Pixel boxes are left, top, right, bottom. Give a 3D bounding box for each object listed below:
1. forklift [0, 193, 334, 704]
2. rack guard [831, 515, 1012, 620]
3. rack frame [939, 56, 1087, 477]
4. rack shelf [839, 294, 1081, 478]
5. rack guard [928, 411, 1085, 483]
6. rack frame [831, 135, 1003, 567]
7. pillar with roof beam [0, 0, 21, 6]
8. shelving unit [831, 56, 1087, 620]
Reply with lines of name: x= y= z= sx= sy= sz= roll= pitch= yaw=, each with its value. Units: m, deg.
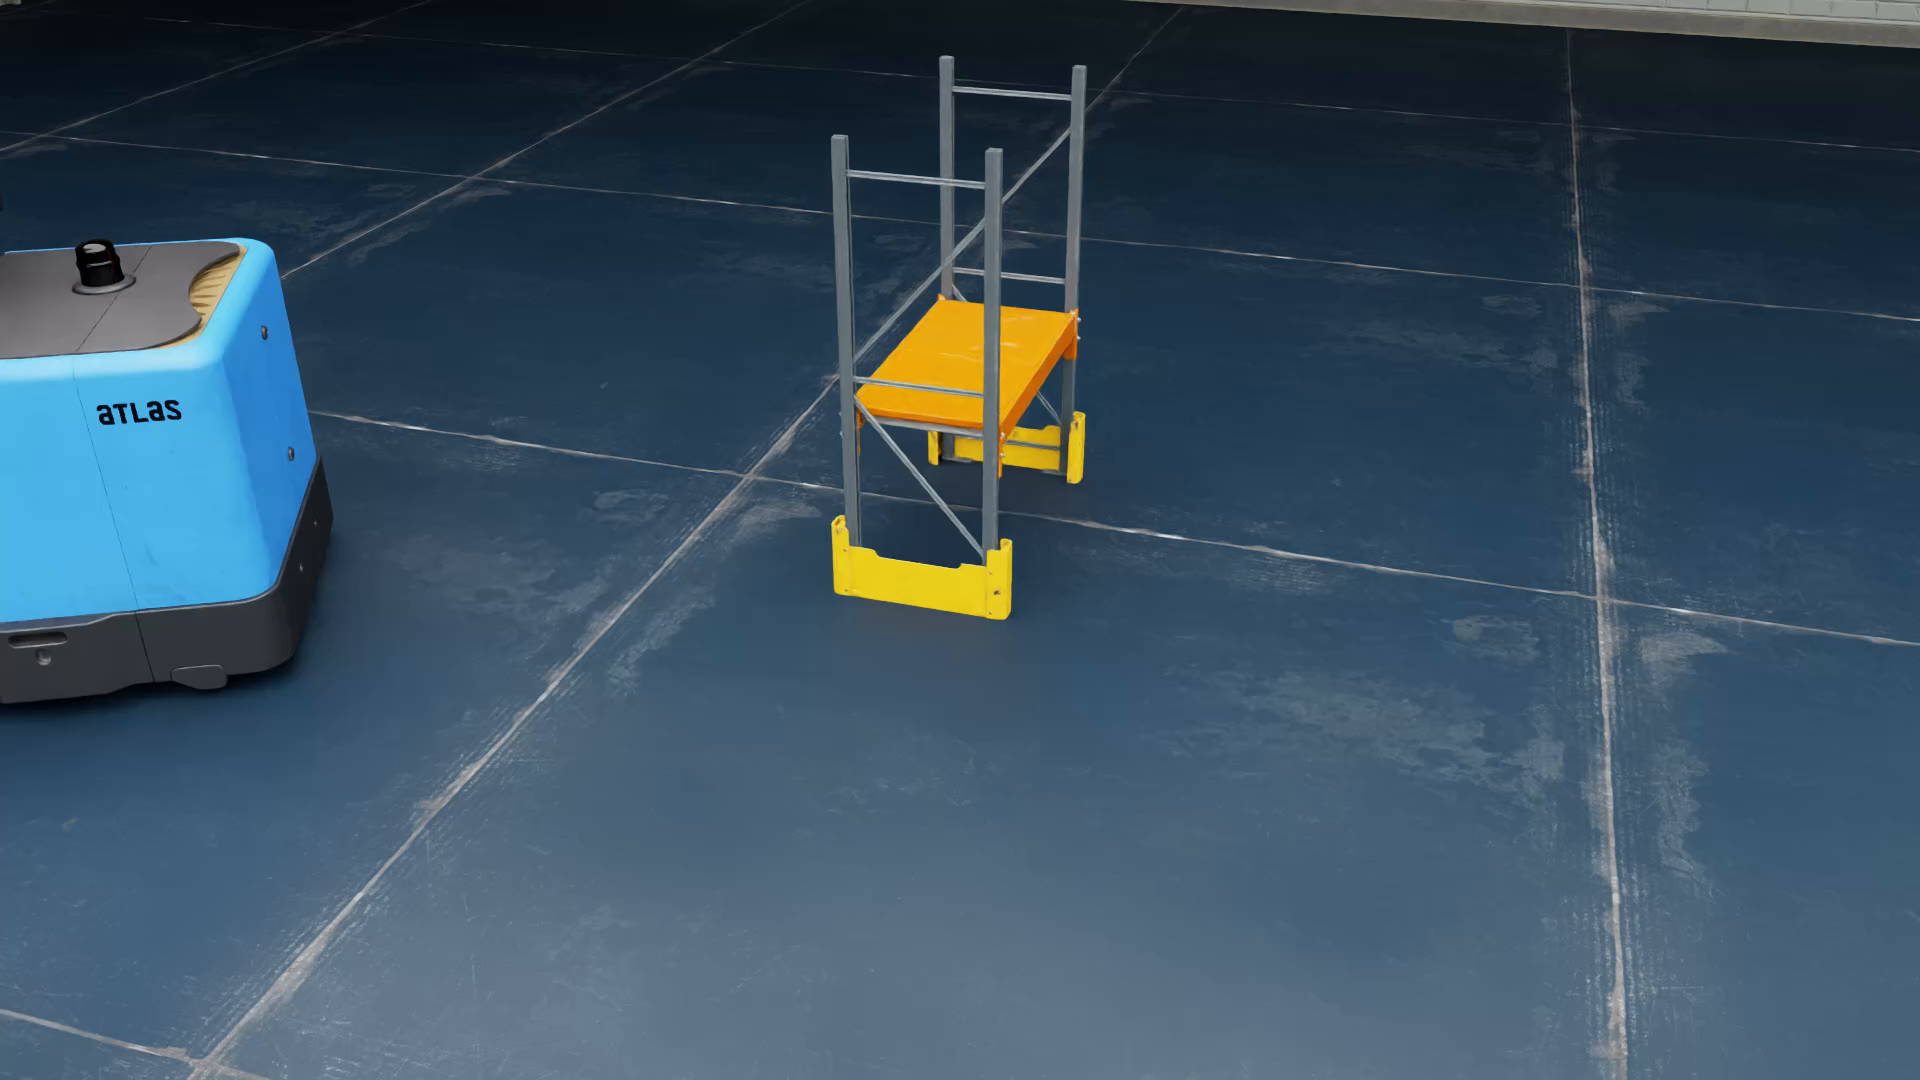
forklift: x=-3.565 y=-0.948 z=4.439 sx=3.031 sy=2.935 sz=1.130 roll=-5 pitch=30 yaw=-9
rack guard: x=-0.124 y=0.087 z=5.337 sx=0.587 sy=0.250 sz=0.087 roll=8 pitch=30 yaw=15
rack frame: x=0.174 y=-0.931 z=5.881 sx=0.500 sy=1.500 sz=0.032 roll=8 pitch=30 yaw=15
rack shelf: x=0.025 y=-0.538 z=5.544 sx=0.538 sy=0.185 sz=1.000 roll=8 pitch=30 yaw=15
rack guard: x=0.169 y=-0.376 z=6.169 sx=0.587 sy=0.250 sz=0.087 roll=8 pitch=30 yaw=15
rack frame: x=-0.124 y=-0.459 z=5.032 sx=0.500 sy=1.500 sz=0.032 roll=8 pitch=30 yaw=15
pillar with roof beam: x=-3.818 y=-7.673 z=10.286 sx=9.100 sy=9.000 sz=0.400 roll=8 pitch=30 yaw=15
shelving unit: x=0.022 y=-0.691 z=5.449 sx=0.587 sy=1.500 sz=1.083 roll=8 pitch=30 yaw=15
